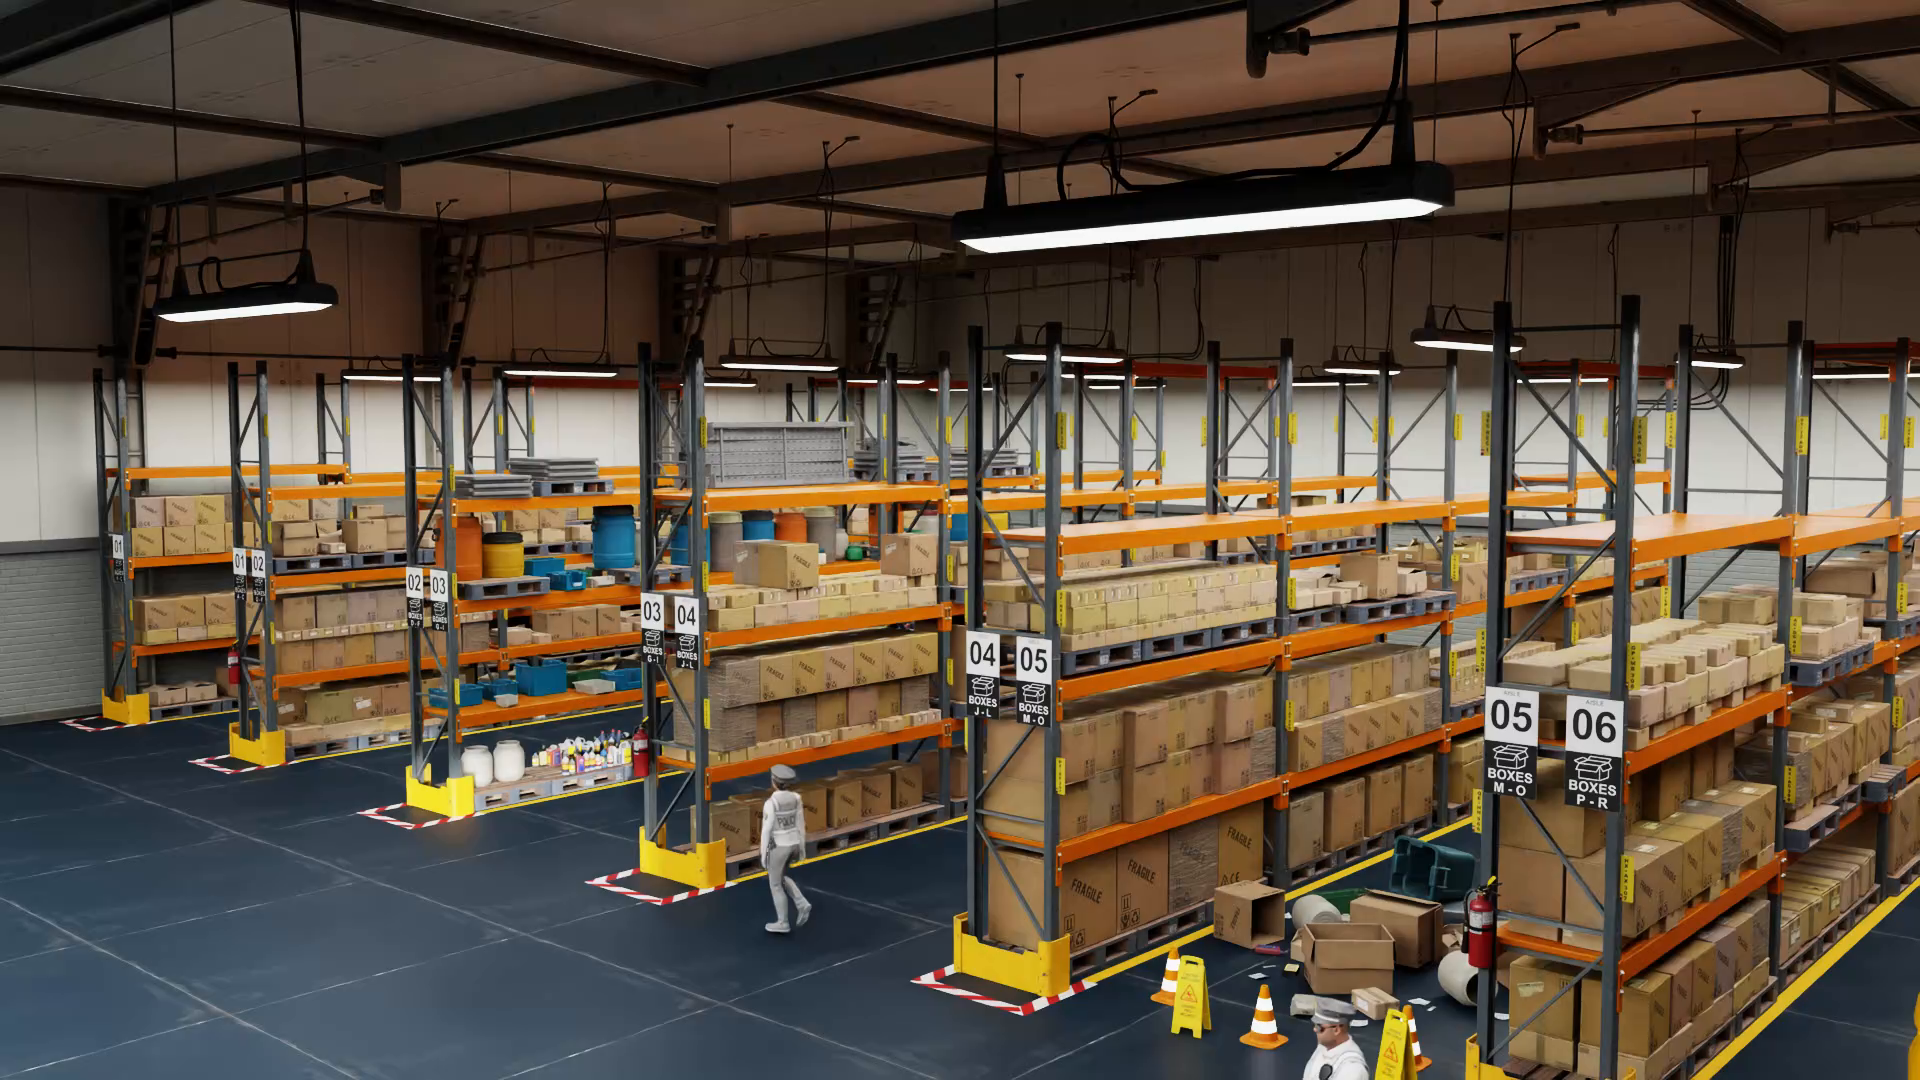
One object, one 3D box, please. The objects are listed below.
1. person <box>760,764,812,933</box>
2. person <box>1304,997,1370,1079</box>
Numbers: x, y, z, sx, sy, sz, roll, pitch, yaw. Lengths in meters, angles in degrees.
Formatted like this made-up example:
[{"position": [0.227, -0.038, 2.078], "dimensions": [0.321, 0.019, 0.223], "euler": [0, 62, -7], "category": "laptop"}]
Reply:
[{"position": [-1.757, 3.082, 16.598], "dimensions": [0.472, 1.678, 0.470], "euler": [2, 5, 26], "category": "person"}, {"position": [2.151, 3.565, 9.910], "dimensions": [1.029, 1.697, 0.566], "euler": [0, 4, -1], "category": "person"}]
